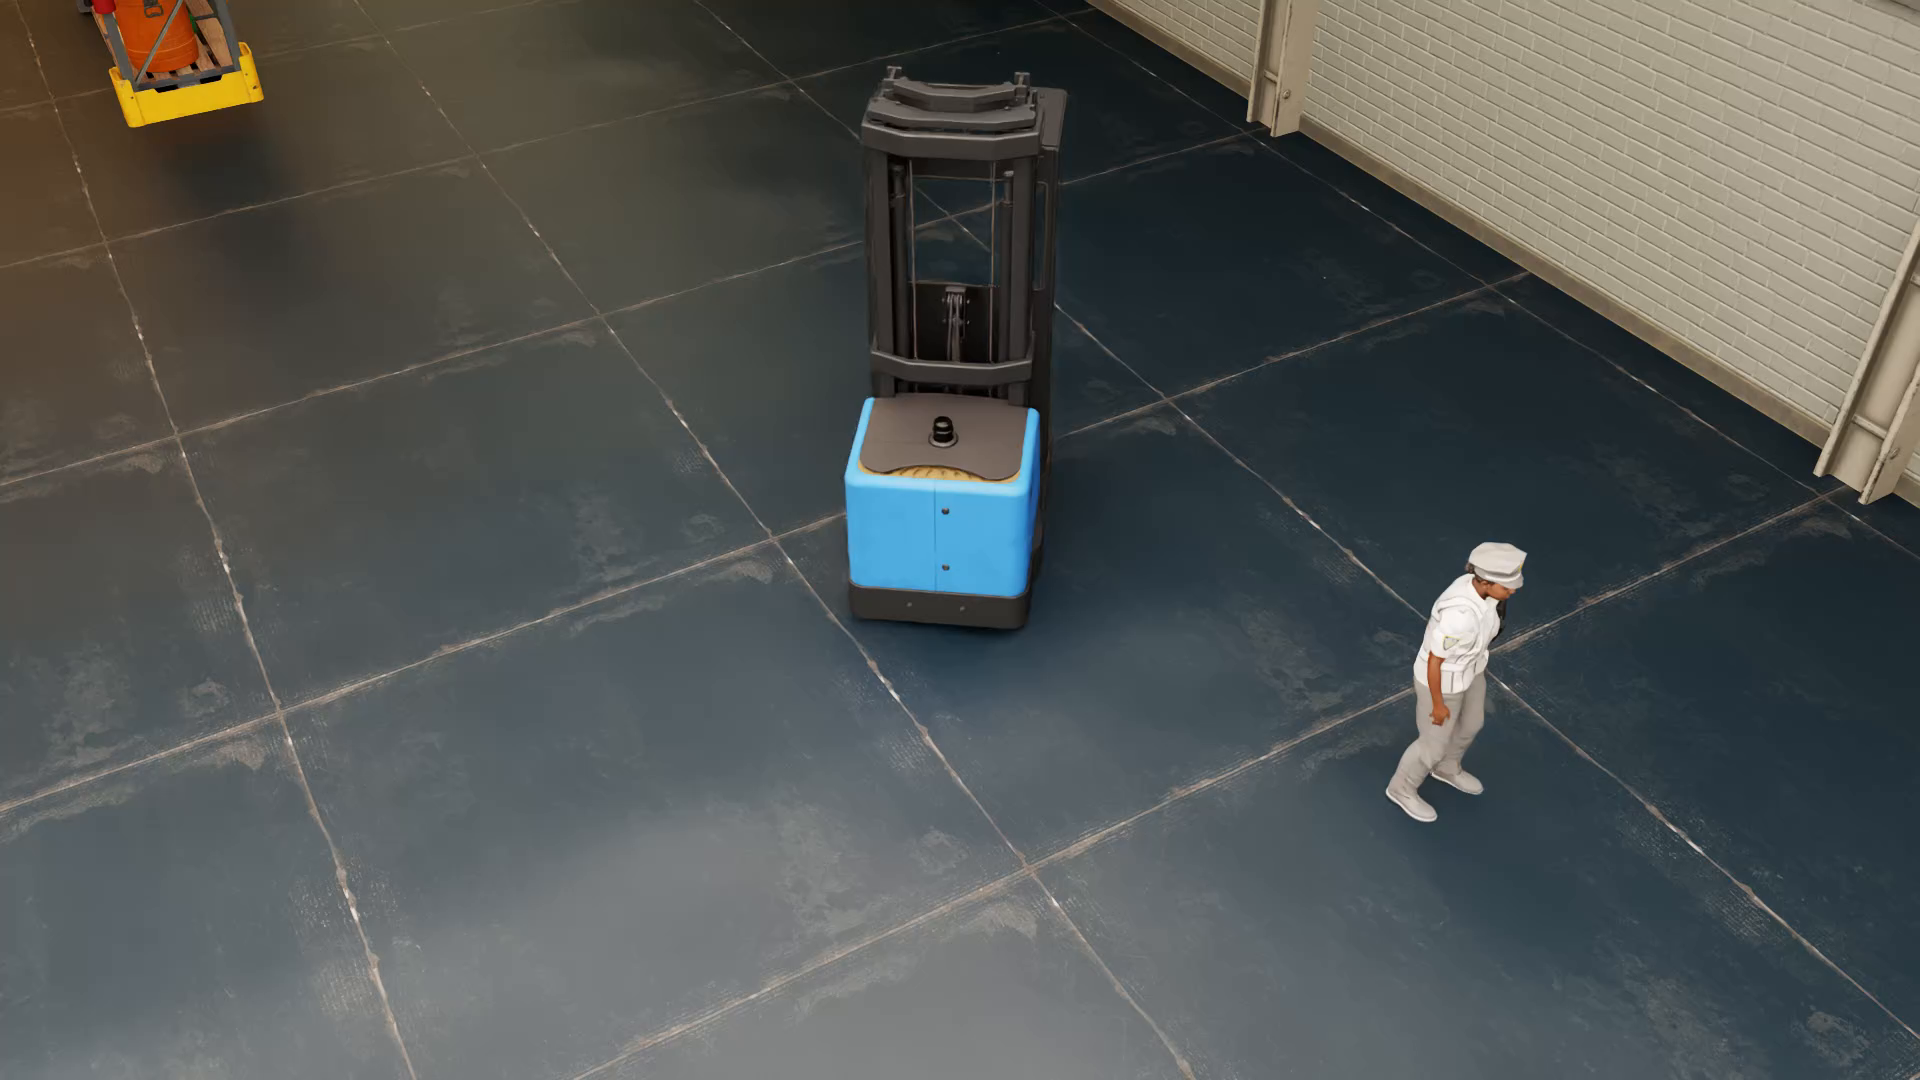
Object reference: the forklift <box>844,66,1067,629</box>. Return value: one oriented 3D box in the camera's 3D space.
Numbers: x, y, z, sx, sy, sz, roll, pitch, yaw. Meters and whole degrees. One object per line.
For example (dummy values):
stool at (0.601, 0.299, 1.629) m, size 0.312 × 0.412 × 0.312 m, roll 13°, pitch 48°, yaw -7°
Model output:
forklift at (0.028, -1.549, 9.904) m, size 1.130 × 2.935 × 3.031 m, roll 4°, pitch 40°, yaw 5°

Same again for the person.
person at (2.458, 0.696, 8.208) m, size 0.419 × 1.674 × 0.510 m, roll 29°, pitch 48°, yaw 31°
